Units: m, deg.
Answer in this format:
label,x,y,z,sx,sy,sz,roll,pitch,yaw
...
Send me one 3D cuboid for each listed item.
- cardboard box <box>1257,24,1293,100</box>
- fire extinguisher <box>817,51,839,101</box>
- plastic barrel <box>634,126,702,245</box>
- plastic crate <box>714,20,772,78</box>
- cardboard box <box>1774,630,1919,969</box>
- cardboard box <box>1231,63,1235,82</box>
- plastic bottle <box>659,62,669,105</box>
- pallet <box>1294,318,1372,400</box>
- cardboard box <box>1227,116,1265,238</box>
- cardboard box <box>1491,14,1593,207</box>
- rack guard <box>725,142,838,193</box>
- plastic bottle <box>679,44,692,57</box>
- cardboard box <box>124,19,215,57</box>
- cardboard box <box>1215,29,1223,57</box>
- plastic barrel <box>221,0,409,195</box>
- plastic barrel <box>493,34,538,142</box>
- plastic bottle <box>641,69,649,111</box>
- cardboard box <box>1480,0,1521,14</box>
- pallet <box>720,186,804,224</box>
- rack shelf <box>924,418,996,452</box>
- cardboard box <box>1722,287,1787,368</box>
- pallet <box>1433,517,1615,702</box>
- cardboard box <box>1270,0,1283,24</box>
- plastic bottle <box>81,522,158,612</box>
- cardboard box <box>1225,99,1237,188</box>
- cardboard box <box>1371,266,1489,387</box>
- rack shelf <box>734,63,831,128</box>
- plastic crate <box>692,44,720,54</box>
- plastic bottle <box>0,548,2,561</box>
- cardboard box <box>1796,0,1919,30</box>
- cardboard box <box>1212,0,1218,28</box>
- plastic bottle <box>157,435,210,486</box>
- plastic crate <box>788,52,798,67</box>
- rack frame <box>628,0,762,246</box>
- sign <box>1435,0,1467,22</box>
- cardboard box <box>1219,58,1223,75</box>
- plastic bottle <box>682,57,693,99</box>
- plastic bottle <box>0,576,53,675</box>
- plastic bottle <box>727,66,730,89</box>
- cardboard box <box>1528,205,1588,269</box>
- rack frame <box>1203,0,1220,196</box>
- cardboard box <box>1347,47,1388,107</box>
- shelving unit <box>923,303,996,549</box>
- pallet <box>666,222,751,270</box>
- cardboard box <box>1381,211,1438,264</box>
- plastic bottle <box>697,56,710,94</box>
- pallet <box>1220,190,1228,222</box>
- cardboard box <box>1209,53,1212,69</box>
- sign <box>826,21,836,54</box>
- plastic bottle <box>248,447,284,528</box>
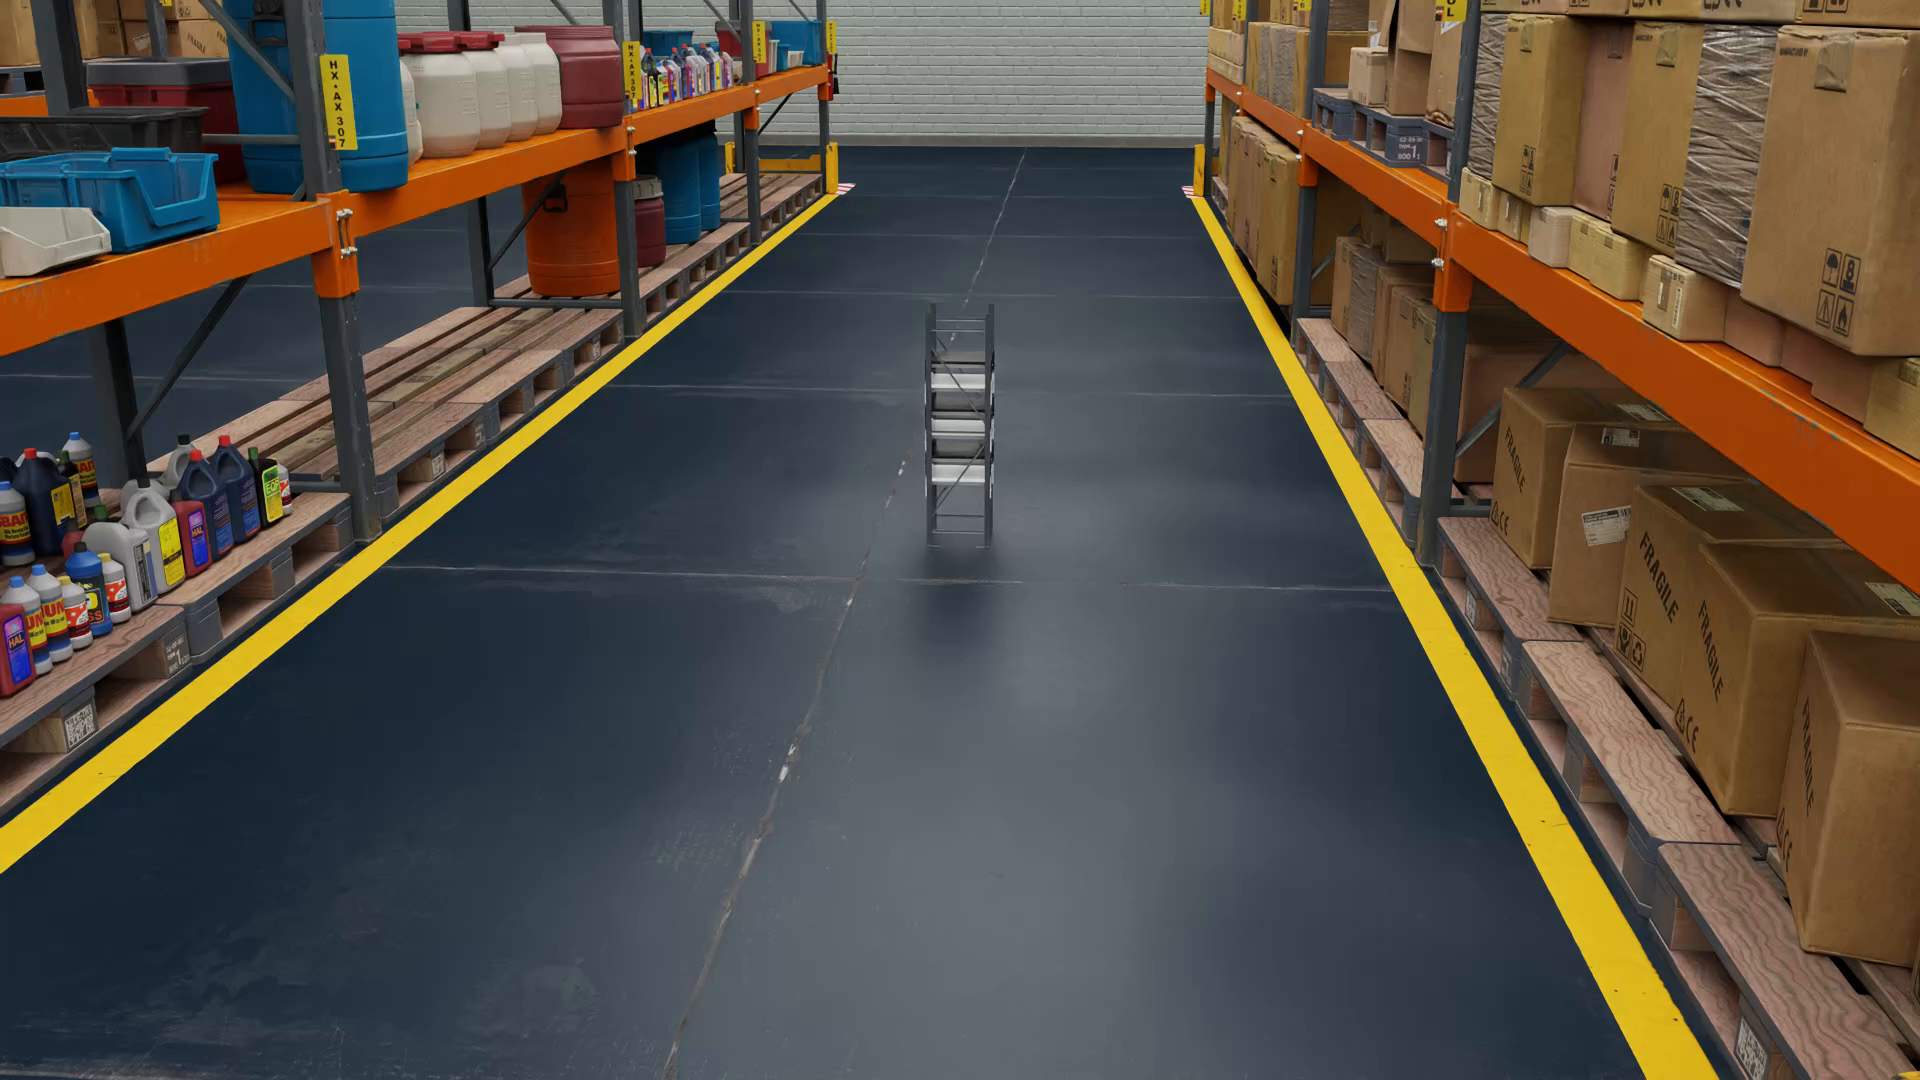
label,x,y,z,sx,sy,sz,roll,pitch,yaw
cardboard box,2.410,-3.408,11.845,0.500,0.500,0.500,1,18,3
fire extinguisher,-1.426,-4.985,17.541,0.296,0.674,0.183,1,18,4
plastic barrel,-2.284,-2.733,12.643,0.600,0.901,0.708,1,18,4
plastic crate,-1.863,-4.250,14.377,0.402,0.464,0.583,1,18,4
cardboard box,1.973,0.526,3.340,0.500,0.500,0.500,6,19,18
cardboard box,2.495,-3.951,14.068,0.380,0.149,0.250,1,18,3
plastic bottle,-2.008,-3.066,11.168,0.097,0.271,0.097,0,18,0
pallet,2.419,-0.999,9.132,1.003,0.211,1.213,1,18,4
cardboard box,2.737,-2.800,12.888,1.225,0.875,0.875,1,18,4
cardboard box,2.025,-1.220,4.692,0.875,0.500,0.500,1,18,4
rack guard,-1.901,-3.982,17.772,1.175,0.500,0.348,1,18,4
plastic bottle,-2.073,-3.549,12.516,0.144,0.351,0.185,1,18,4
cardboard box,-6.809,-4.231,14.358,0.500,0.500,0.500,2,18,5
cardboard box,2.676,-4.661,15.593,0.500,0.250,0.500,1,18,2
plastic barrel,-2.421,-1.786,6.252,0.600,0.901,0.708,1,18,4
plastic barrel,-2.355,-2.275,8.370,0.421,0.512,0.421,0,18,0
plastic bottle,-2.077,-2.889,10.622,0.152,0.276,0.135,1,18,4
cardboard box,1.904,-1.854,5.021,0.500,0.500,0.500,1,18,4
pallet,-2.078,-3.204,15.861,1.003,0.211,1.213,1,18,4
rack shelf,0.001,-0.398,6.301,0.258,0.077,0.200,1,18,4
cardboard box,1.791,-0.444,3.365,0.380,0.149,0.250,1,18,4
pallet,2.177,0.210,5.443,1.003,0.211,1.213,1,18,4
cardboard box,2.726,-4.135,12.452,0.797,0.503,0.637,1,18,2
plastic bottle,-2.562,0.067,5.069,0.152,0.276,0.135,2,18,5
cardboard box,3.019,-3.758,15.812,0.875,0.875,0.875,1,18,4
cardboard box,2.388,-1.031,8.059,0.700,0.500,0.500,3,18,9
rack shelf,-2.033,-4.199,15.575,1.077,0.370,4.000,1,18,4
plastic crate,-2.352,-4.539,15.632,0.416,0.233,0.300,1,18,4
plastic bottle,-3.236,-0.085,5.413,0.144,0.351,0.185,1,18,2
cardboard box,1.726,-1.078,2.651,0.500,0.500,0.500,1,18,4
cardboard box,2.711,-5.179,15.971,0.500,0.500,0.500,1,18,3
plastic bottle,-2.653,-0.182,5.709,0.144,0.351,0.185,1,18,4
plastic crate,-1.803,-4.718,16.332,0.396,0.136,0.243,1,18,4
rack frame,-2.177,-3.920,13.568,1.000,3.000,0.127,1,18,4
sign,1.636,-1.886,5.502,0.100,0.325,0.005,1,18,4
cardboard box,2.587,-4.351,15.289,0.380,0.149,0.250,1,18,3
plastic bottle,-1.942,-3.278,11.796,0.061,0.283,0.133,1,18,4
plastic bottle,-2.572,0.232,4.572,0.097,0.271,0.097,0,18,0
plastic bottle,-1.864,-3.659,13.091,0.097,0.201,0.097,0,18,0
cardboard box,1.786,-0.835,4.557,0.380,0.149,0.250,1,18,4
rack frame,3.050,-5.051,17.022,1.000,3.000,0.127,1,18,4
cardboard box,2.127,-2.180,7.824,0.500,0.250,0.500,1,18,2
shelving unit,0.001,-0.430,6.291,0.258,0.900,0.210,1,18,4
pallet,-2.274,-2.356,13.273,1.003,0.211,1.213,1,18,4
cardboard box,2.431,-1.570,8.502,0.500,0.250,0.500,3,18,10
plastic bottle,-1.945,-3.461,12.367,0.152,0.276,0.135,1,18,4
pallet,2.981,-3.098,15.539,1.003,0.211,1.213,1,18,4
cardboard box,2.679,-4.749,16.503,0.380,0.149,0.250,1,18,3
sign,-1.340,-5.232,17.311,0.100,0.325,0.005,1,18,4
plastic bottle,-2.456,-0.196,5.861,0.061,0.283,0.133,2,18,7
